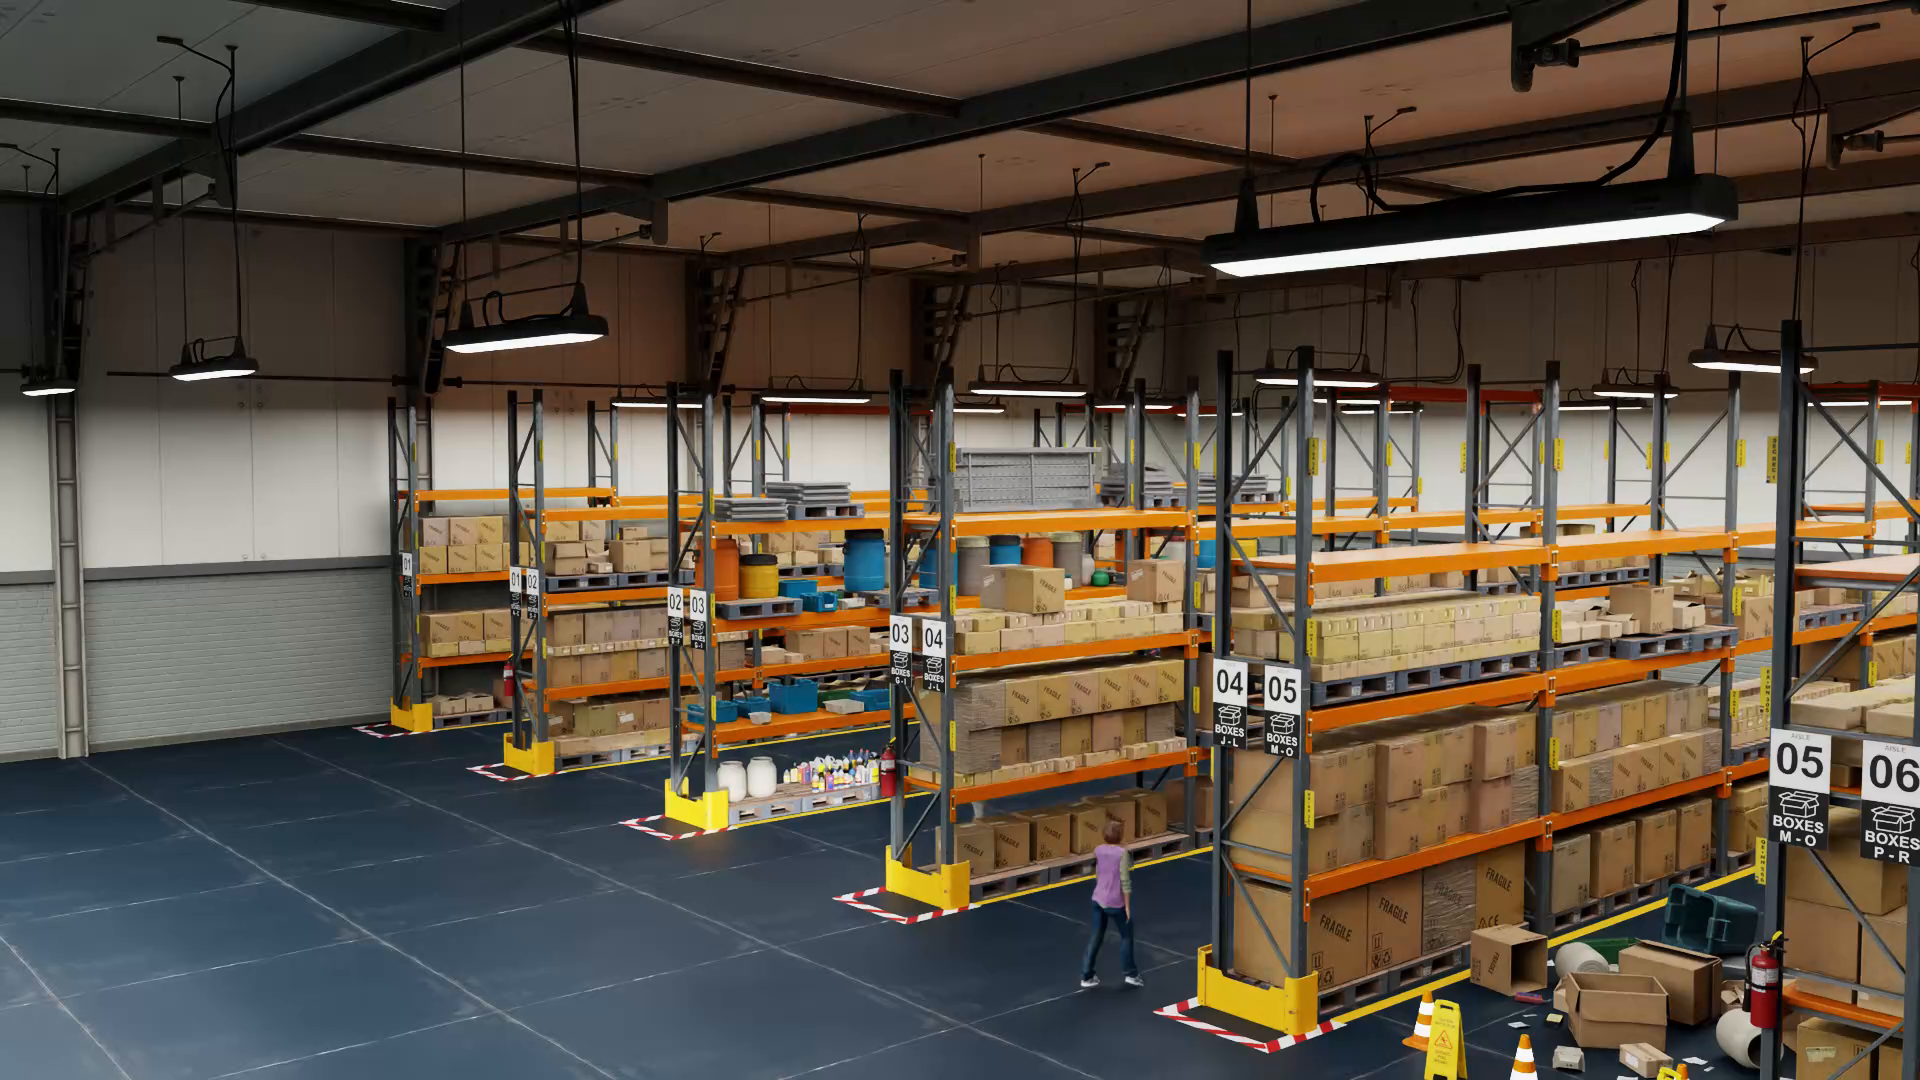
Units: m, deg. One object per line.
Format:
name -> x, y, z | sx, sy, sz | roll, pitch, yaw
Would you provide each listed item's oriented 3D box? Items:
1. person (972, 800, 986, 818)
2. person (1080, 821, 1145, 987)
person -> 0.209, 3.107, 21.970 | 0.354, 1.589, 0.472 | 2, 4, 34
person -> 1.449, 3.462, 15.749 | 0.695, 1.622, 0.534 | -2, 4, -33
